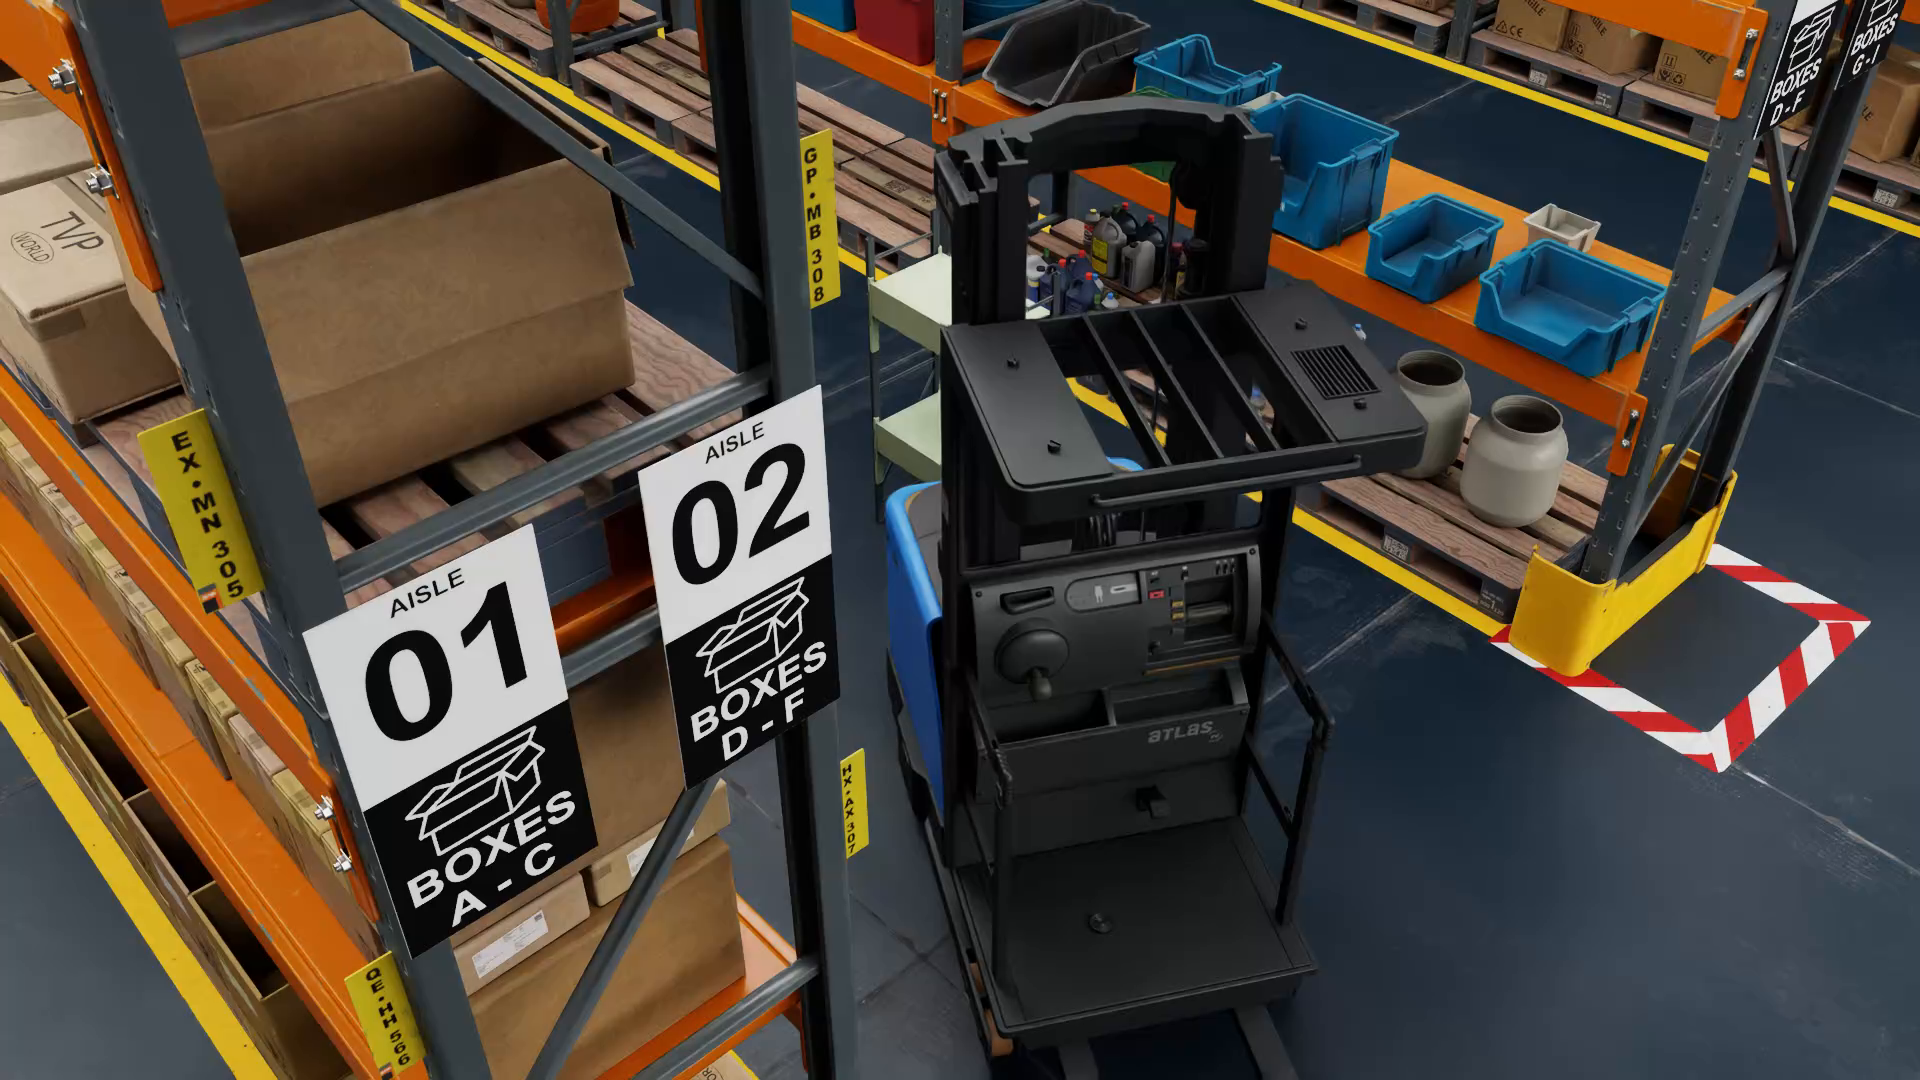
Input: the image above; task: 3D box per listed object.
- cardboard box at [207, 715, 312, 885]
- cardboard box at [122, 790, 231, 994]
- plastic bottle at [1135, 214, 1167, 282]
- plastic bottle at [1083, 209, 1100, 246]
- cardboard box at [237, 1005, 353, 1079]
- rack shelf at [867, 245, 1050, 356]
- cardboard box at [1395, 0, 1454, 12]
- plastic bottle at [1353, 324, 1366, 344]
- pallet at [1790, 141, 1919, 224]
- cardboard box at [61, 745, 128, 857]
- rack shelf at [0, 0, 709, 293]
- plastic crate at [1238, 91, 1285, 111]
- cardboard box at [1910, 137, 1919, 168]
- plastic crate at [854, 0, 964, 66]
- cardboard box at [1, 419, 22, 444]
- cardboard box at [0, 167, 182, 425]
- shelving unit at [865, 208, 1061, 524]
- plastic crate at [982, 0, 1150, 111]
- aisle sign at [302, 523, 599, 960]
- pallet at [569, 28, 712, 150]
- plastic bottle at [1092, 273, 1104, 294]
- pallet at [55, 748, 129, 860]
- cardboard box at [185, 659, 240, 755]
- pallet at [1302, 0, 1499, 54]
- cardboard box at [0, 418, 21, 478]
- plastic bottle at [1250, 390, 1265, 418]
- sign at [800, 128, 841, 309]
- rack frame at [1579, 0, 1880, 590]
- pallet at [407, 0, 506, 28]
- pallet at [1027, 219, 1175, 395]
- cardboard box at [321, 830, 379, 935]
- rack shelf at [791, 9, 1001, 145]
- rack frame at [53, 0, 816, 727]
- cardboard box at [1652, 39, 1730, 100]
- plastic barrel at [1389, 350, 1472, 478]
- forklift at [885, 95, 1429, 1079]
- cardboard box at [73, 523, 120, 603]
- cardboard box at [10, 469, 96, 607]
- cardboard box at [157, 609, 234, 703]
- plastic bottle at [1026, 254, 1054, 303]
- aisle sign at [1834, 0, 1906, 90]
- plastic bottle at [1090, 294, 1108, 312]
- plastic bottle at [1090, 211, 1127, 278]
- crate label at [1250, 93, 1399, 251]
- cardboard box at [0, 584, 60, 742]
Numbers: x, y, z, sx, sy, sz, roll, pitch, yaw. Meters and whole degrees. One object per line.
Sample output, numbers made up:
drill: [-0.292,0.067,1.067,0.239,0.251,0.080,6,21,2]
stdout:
cardboard box: [-1.665,0.486,4.681,0.700,0.500,0.500,-30,47,-31]
cardboard box: [-2.275,1.024,5.352,0.500,0.500,0.500,-30,48,-32]
plastic bottle: [1.055,-1.611,9.116,0.185,0.351,0.144,32,49,33]
plastic bottle: [0.752,-1.782,9.446,0.097,0.201,0.097,0,39,0]
cardboard box: [-1.935,1.546,5.302,0.500,0.250,0.500,-30,48,-32]
rack shelf: [0.005,-0.884,7.030,0.431,0.370,0.720,-30,48,-32]
cardboard box: [3.526,-4.332,12.365,0.500,0.500,0.700,30,48,32]
plastic bottle: [1.986,-0.965,8.379,0.097,0.271,0.097,0,39,0]
pallet: [6.056,-2.330,10.467,1.003,0.211,1.213,-30,48,-32]
cardboard box: [-2.949,0.852,6.162,0.500,0.250,0.500,-30,48,-32]
rack shelf: [-2.021,-1.604,3.465,1.077,0.370,4.000,-30,48,-32]
plastic crate: [1.562,-1.988,8.035,0.530,0.136,0.437,-30,48,-32]
cardboard box: [6.221,-2.475,10.083,0.500,0.500,0.500,-21,44,-24]
plastic crate: [-0.276,-2.854,8.845,0.402,0.464,0.583,-30,48,-32]
cardboard box: [-2.726,-0.739,5.166,0.700,0.500,0.500,-30,48,-32]
cardboard box: [-1.642,-0.528,3.302,0.500,0.250,0.500,-30,48,-32]
shelving unit: [0.005,-0.580,7.275,0.431,1.500,0.755,-30,48,-32]
plastic crate: [0.538,-2.414,8.401,0.767,0.338,0.504,-30,48,-32]
aisle sign: [-0.840,0.363,2.844,0.394,0.787,0.004,-30,48,-32]
pallet: [-1.933,-3.126,11.453,1.003,0.211,1.213,-30,48,-32]
plastic bottle: [0.705,-1.279,8.767,0.097,0.271,0.097,0,39,0]
pallet: [-2.867,0.839,6.543,1.003,0.211,1.213,-30,48,-32]
cardboard box: [-1.765,0.355,4.327,0.380,0.149,0.250,-28,47,-31]
pallet: [3.398,-4.114,12.676,1.003,0.211,1.213,-30,48,-32]
cardboard box: [-2.811,-0.361,5.213,0.380,0.149,0.250,-30,48,-32]
plastic bottle: [1.418,-0.630,8.019,0.097,0.201,0.097,0,39,0]
sign: [-0.256,-0.551,2.899,0.100,0.325,0.005,-30,48,-32]
rack frame: [2.983,-0.884,6.457,1.000,3.000,0.127,-30,48,-32]
pallet: [-3.813,-4.413,13.046,1.003,0.211,1.213,-30,48,-32]
pallet: [0.701,-1.321,9.218,1.003,0.211,1.213,-30,48,-32]
cardboard box: [-1.245,0.712,3.885,0.380,0.149,0.250,-29,47,-31]
rack shelf: [-1.075,-3.381,10.121,1.077,0.370,4.000,-30,48,-32]
rack frame: [-0.668,-1.114,1.968,1.000,3.000,0.127,-30,48,-32]
cardboard box: [5.037,-3.313,11.119,0.500,0.500,0.500,30,48,32]
plastic barrel: [2.142,-0.583,7.731,0.421,0.512,0.421,0,39,0]
forklift: [0.544,0.327,5.013,1.130,2.935,3.031,-9,40,-10]
cardboard box: [-2.285,-0.001,4.768,0.380,0.149,0.250,-30,48,-32]
cardboard box: [-2.708,-0.226,5.564,0.700,0.500,0.500,-30,48,-32]
cardboard box: [-1.712,-0.044,4.305,0.700,0.500,0.500,-30,48,-32]
plastic bottle: [0.409,-1.375,8.882,0.152,0.276,0.135,-28,47,-30]
aisle sign: [3.247,-1.986,5.753,0.394,0.787,0.004,-30,48,-32]
plastic bottle: [0.726,-1.118,8.559,0.061,0.283,0.133,-28,47,-30]
plastic bottle: [0.819,-1.639,9.150,0.144,0.351,0.185,-30,48,-32]
crate label: [1.539,-1.634,7.358,0.502,0.435,0.616,-30,48,-32]
cardboard box: [-3.291,0.331,6.211,0.500,0.500,0.500,-30,48,-32]
